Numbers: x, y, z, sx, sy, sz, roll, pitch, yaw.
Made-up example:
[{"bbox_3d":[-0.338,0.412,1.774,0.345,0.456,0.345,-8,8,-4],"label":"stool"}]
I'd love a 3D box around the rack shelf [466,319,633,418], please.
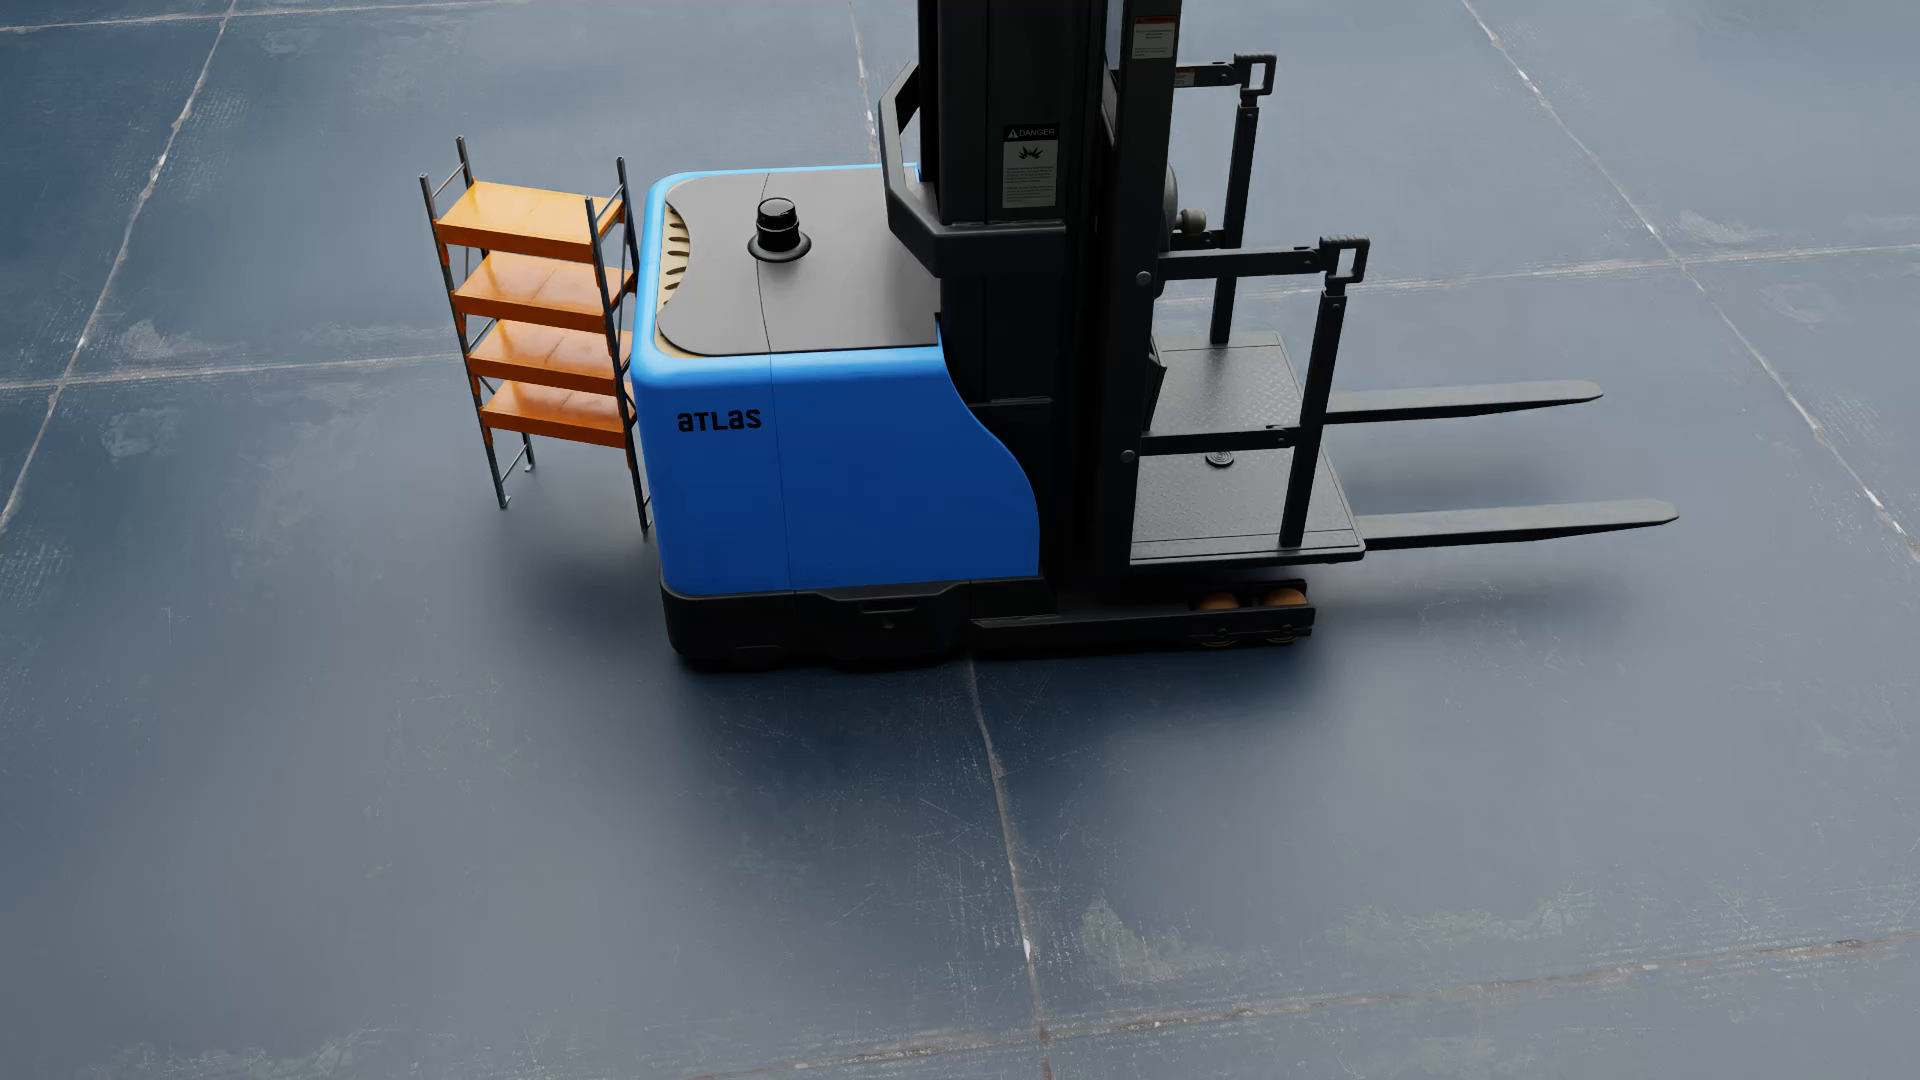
[{"bbox_3d":[-1.213,-0.539,5.052,0.480,0.148,0.258,9,43,10],"label":"rack shelf"}]

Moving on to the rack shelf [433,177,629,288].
[{"bbox_3d":[-1.213,-0.880,4.743,0.480,0.148,0.258,9,43,10],"label":"rack shelf"}]

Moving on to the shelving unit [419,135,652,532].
[{"bbox_3d":[-1.213,-0.589,5.007,0.503,1.200,0.258,9,43,10],"label":"shelving unit"}]

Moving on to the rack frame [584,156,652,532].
[{"bbox_3d":[-0.976,-0.549,4.963,0.015,1.200,0.240,9,43,10],"label":"rack frame"}]

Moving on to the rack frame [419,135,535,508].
[{"bbox_3d":[-1.449,-0.628,5.050,0.015,1.200,0.240,9,43,10],"label":"rack frame"}]

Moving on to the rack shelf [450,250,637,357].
[{"bbox_3d":[-1.213,-0.705,4.902,0.480,0.148,0.258,9,43,10],"label":"rack shelf"}]

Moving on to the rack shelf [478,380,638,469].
[{"bbox_3d":[-1.213,-0.391,5.185,0.480,0.148,0.258,9,43,10],"label":"rack shelf"}]

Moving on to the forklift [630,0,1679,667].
[{"bbox_3d":[0.626,-1.125,4.309,3.031,2.935,1.130,-3,42,-4],"label":"forklift"}]
